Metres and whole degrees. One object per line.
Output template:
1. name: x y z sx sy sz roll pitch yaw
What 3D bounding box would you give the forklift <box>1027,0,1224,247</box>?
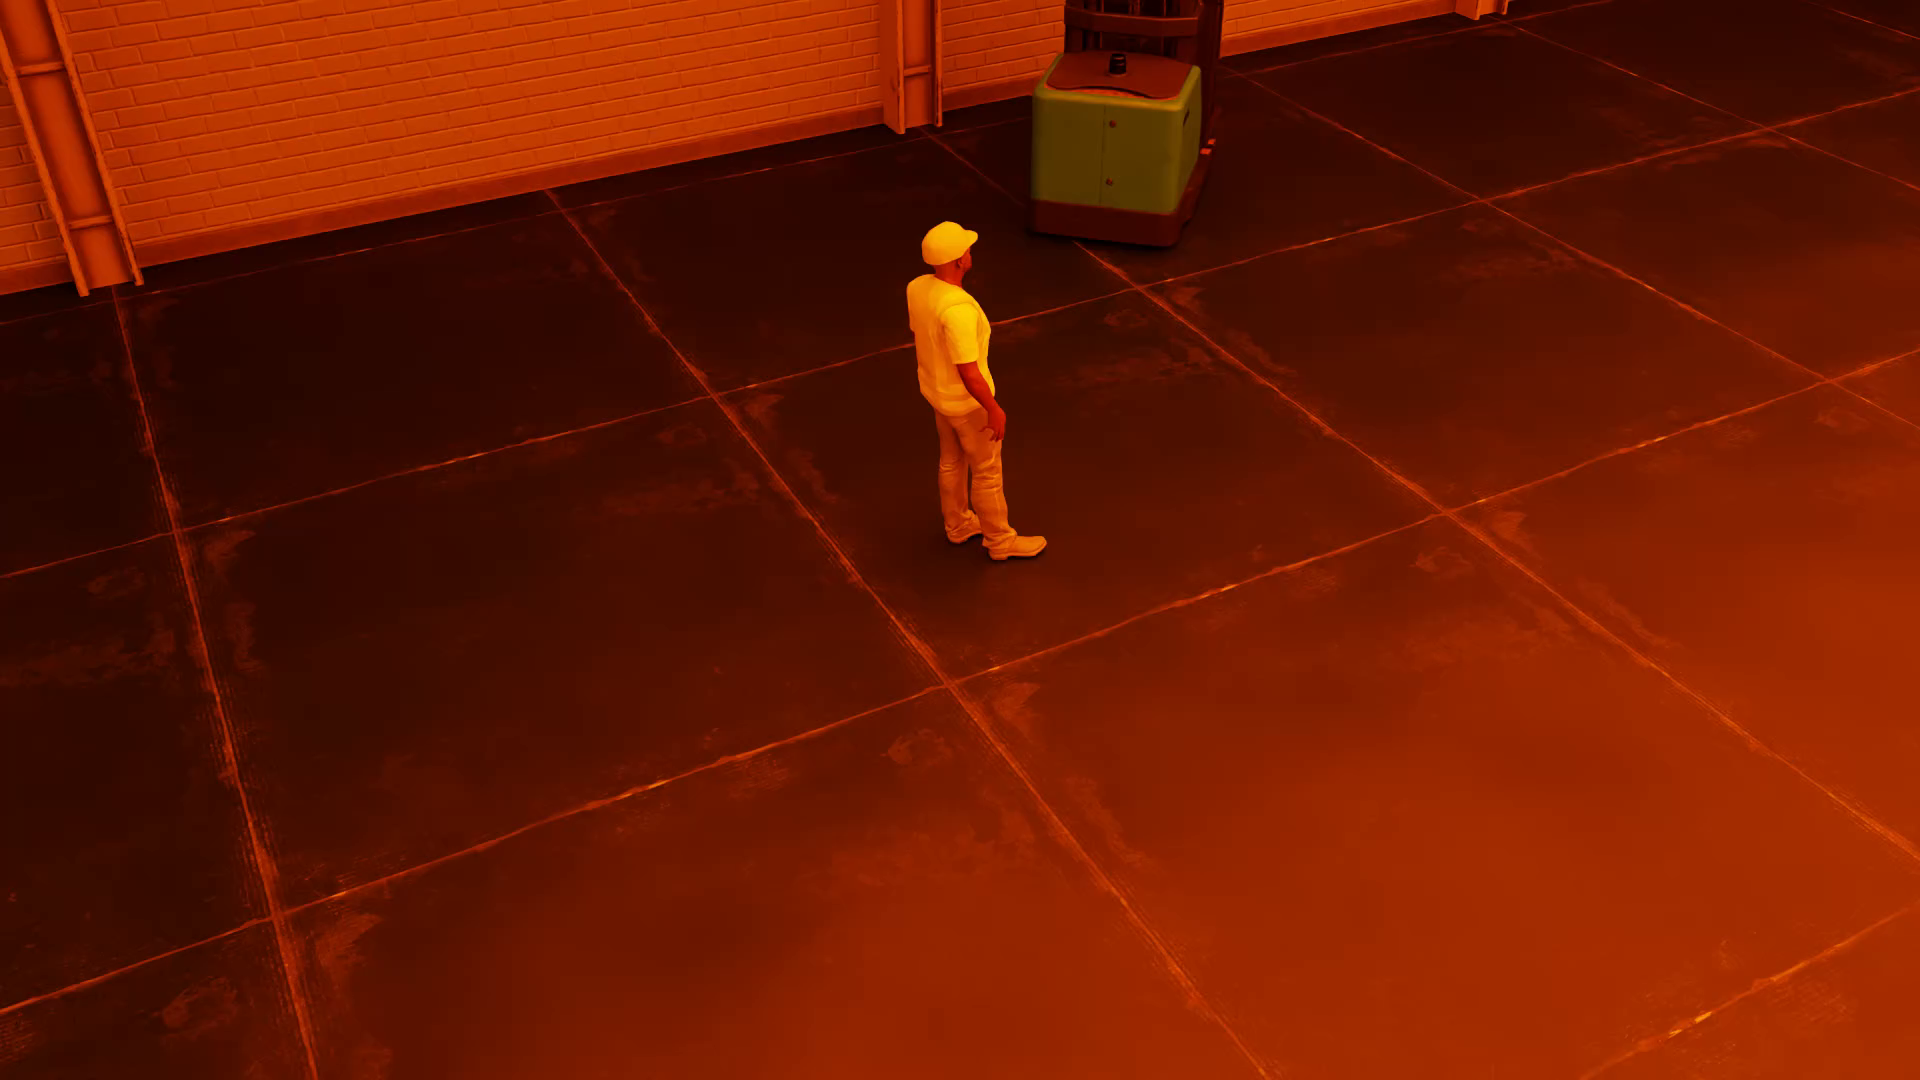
1. forklift: 1.357 -4.051 11.854 1.130 2.935 3.031 9 36 13

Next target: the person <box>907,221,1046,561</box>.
1. person: 0.064 -0.743 8.170 0.577 1.765 0.665 -17 39 -23
